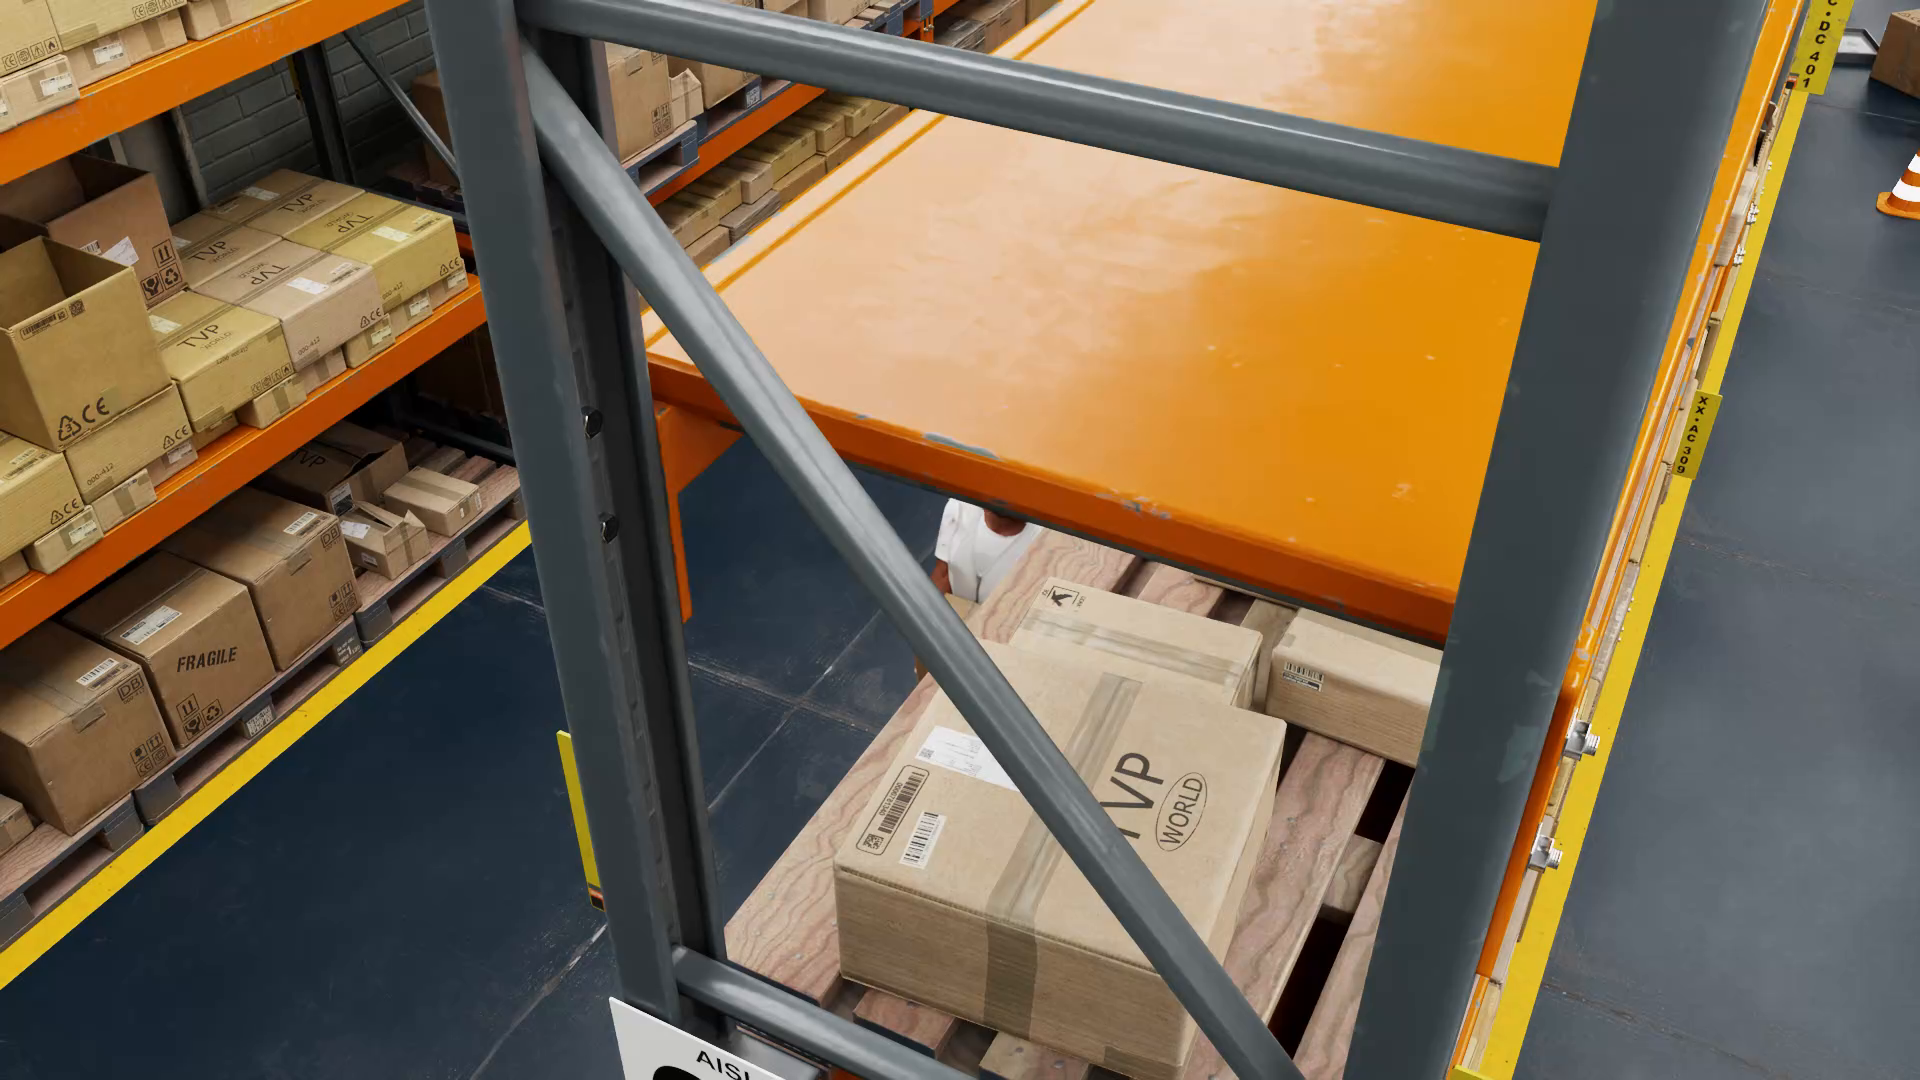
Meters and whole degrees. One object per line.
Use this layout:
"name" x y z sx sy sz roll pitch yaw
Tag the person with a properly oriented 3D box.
"person" 0.104 0.417 6.193 0.504 1.761 0.578 18 41 22
